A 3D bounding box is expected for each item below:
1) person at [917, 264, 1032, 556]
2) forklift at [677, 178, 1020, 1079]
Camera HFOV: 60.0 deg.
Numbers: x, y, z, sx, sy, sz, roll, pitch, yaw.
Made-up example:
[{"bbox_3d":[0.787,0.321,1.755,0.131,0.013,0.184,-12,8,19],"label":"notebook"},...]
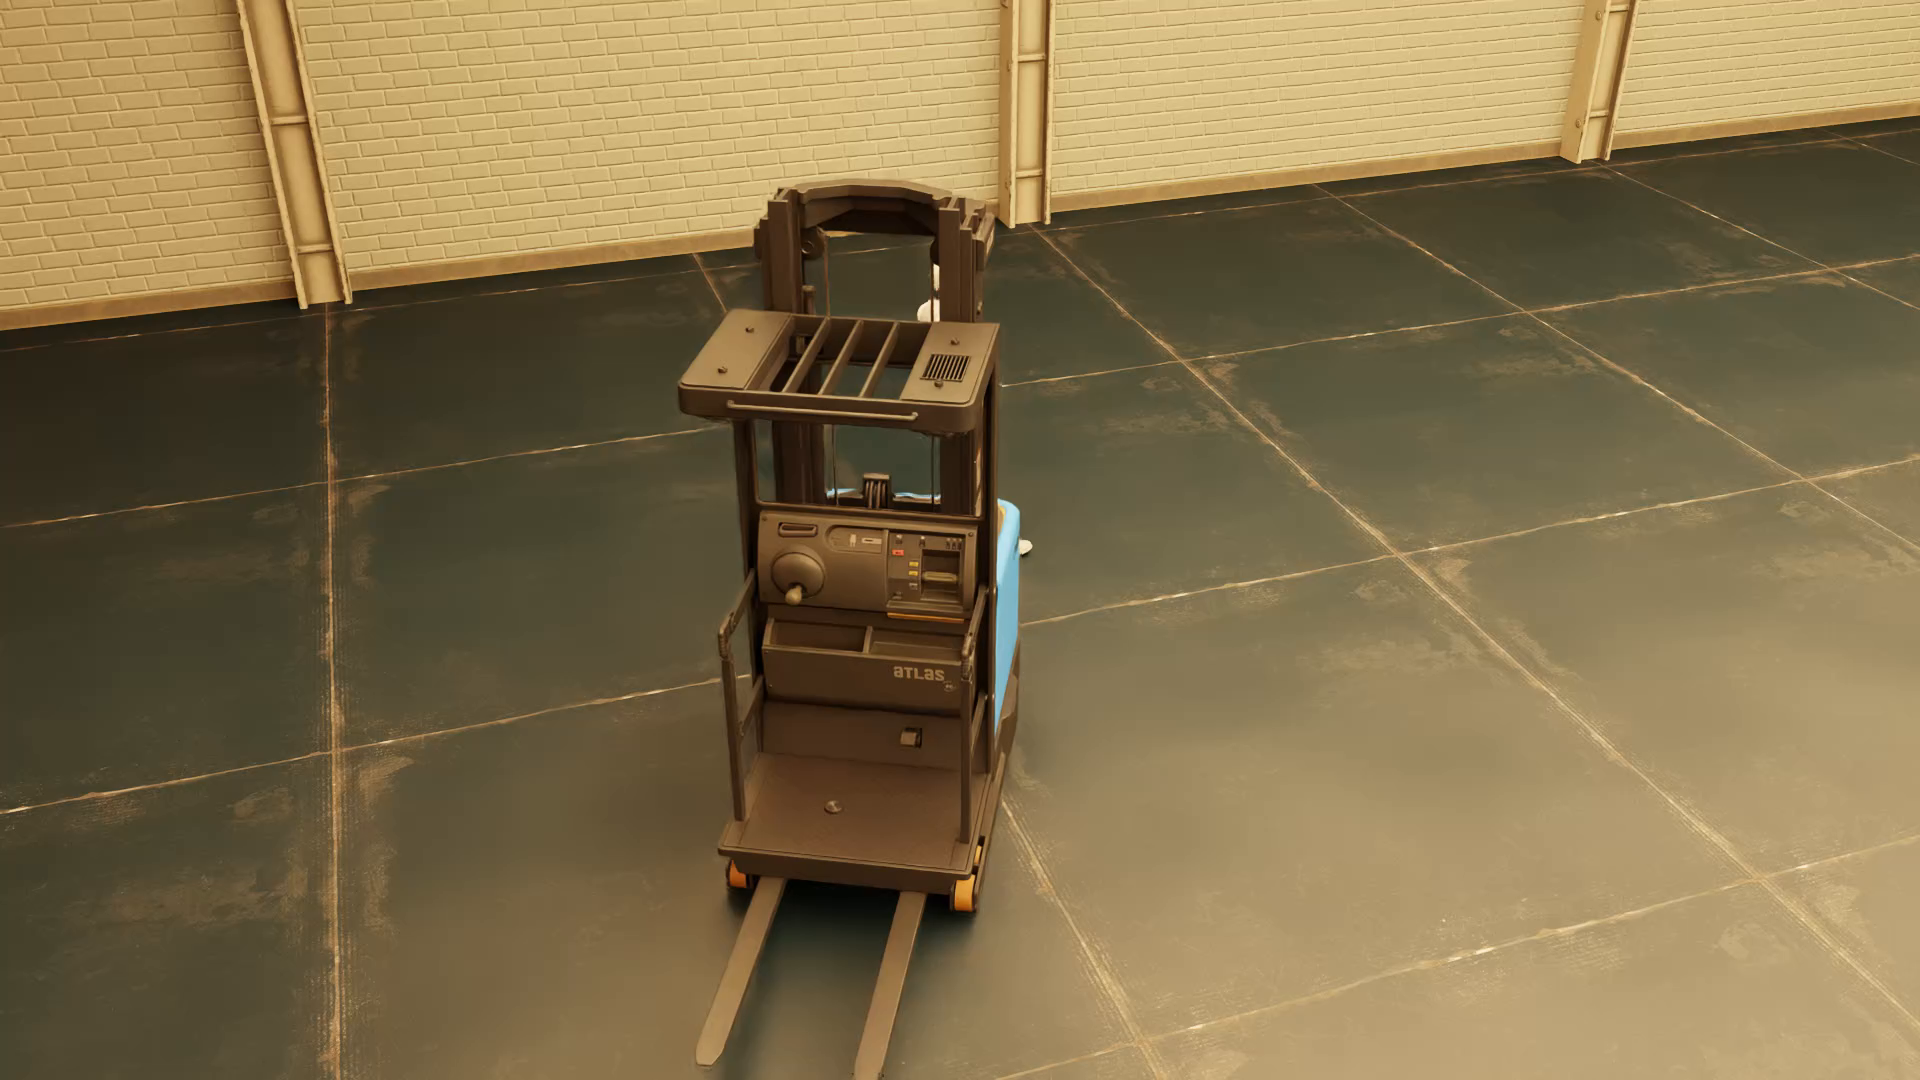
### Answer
[{"bbox_3d":[0.071,-0.787,9.591,0.575,1.785,0.657,-10,31,-16],"label":"person"},{"bbox_3d":[-0.424,0.152,6.823,1.130,2.935,3.031,4,30,8],"label":"forklift"}]
